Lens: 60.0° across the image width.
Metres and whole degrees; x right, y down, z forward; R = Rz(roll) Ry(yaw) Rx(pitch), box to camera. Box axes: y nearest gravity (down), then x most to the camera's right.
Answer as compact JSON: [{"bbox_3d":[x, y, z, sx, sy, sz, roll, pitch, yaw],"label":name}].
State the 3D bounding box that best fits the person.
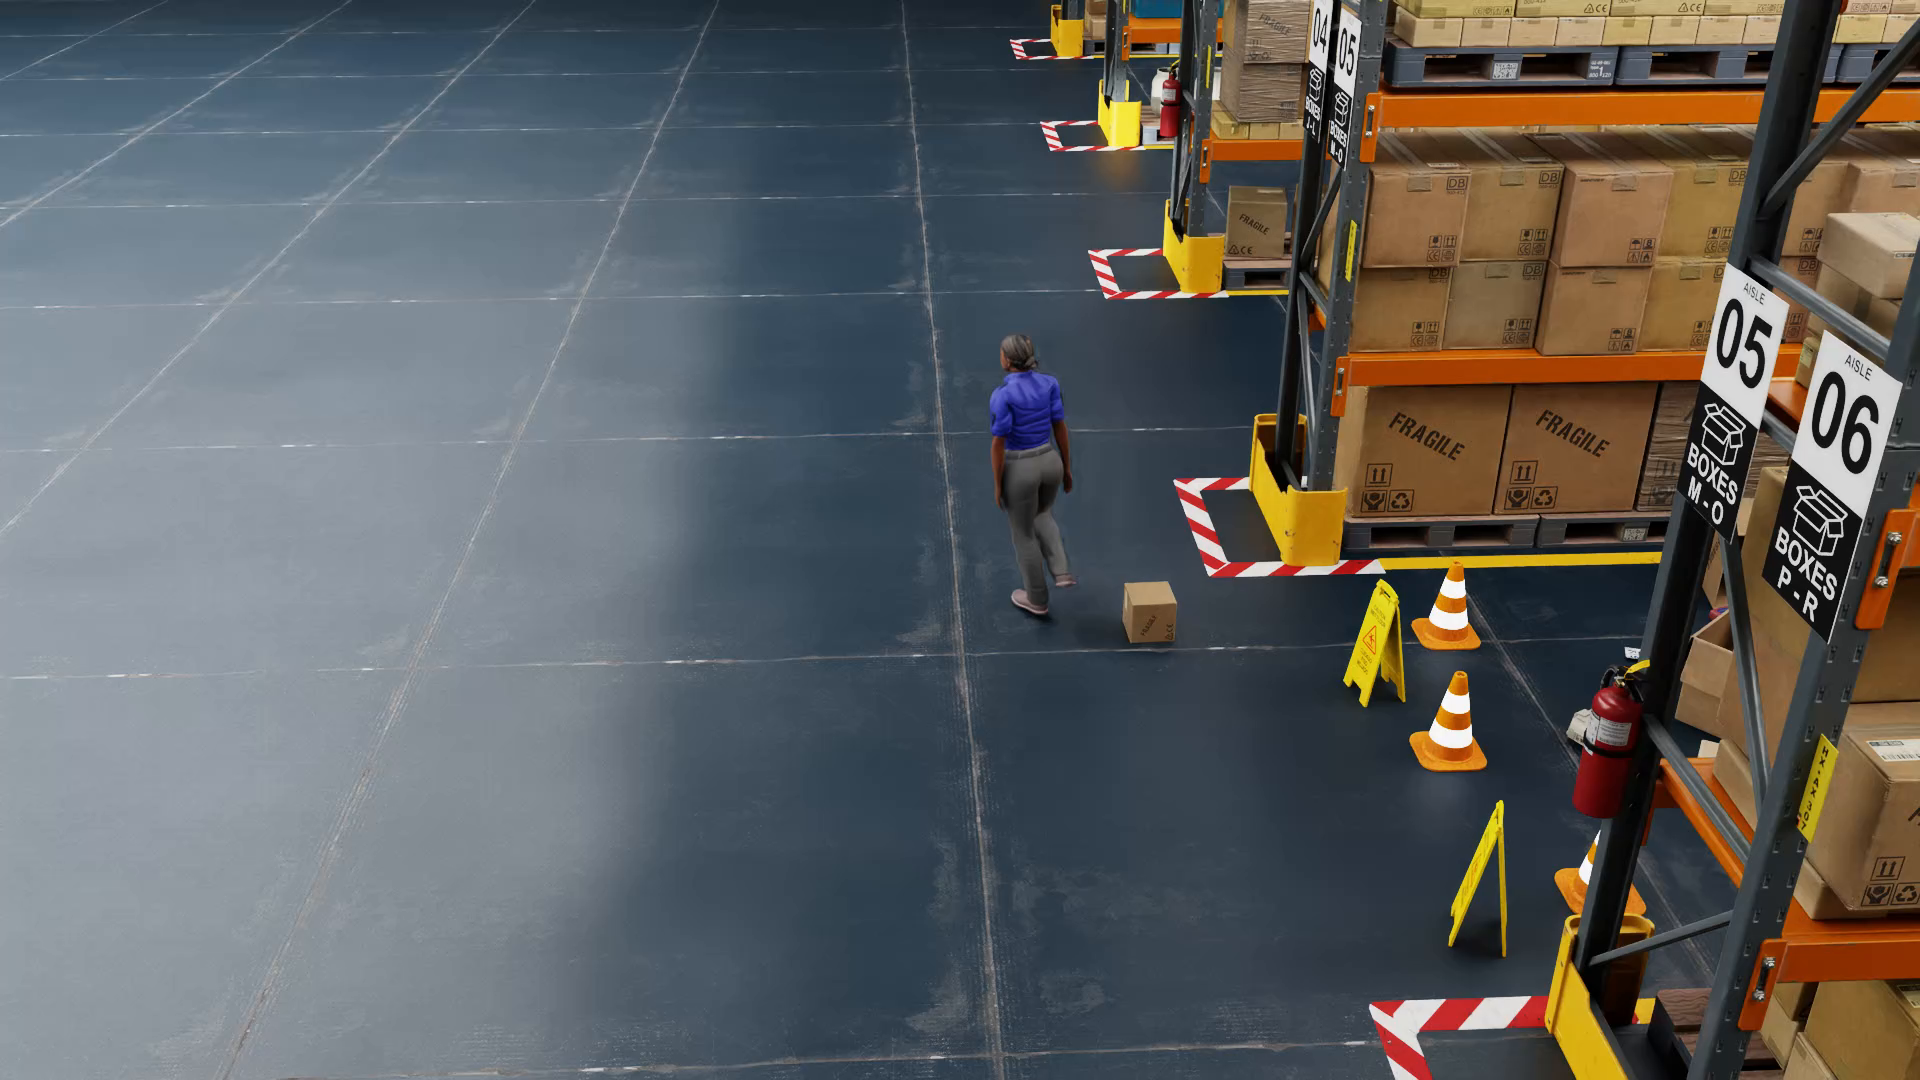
[{"bbox_3d":[0.413,-0.271,9.330,0.505,1.451,0.461,-16,32,-28],"label":"person"}]
